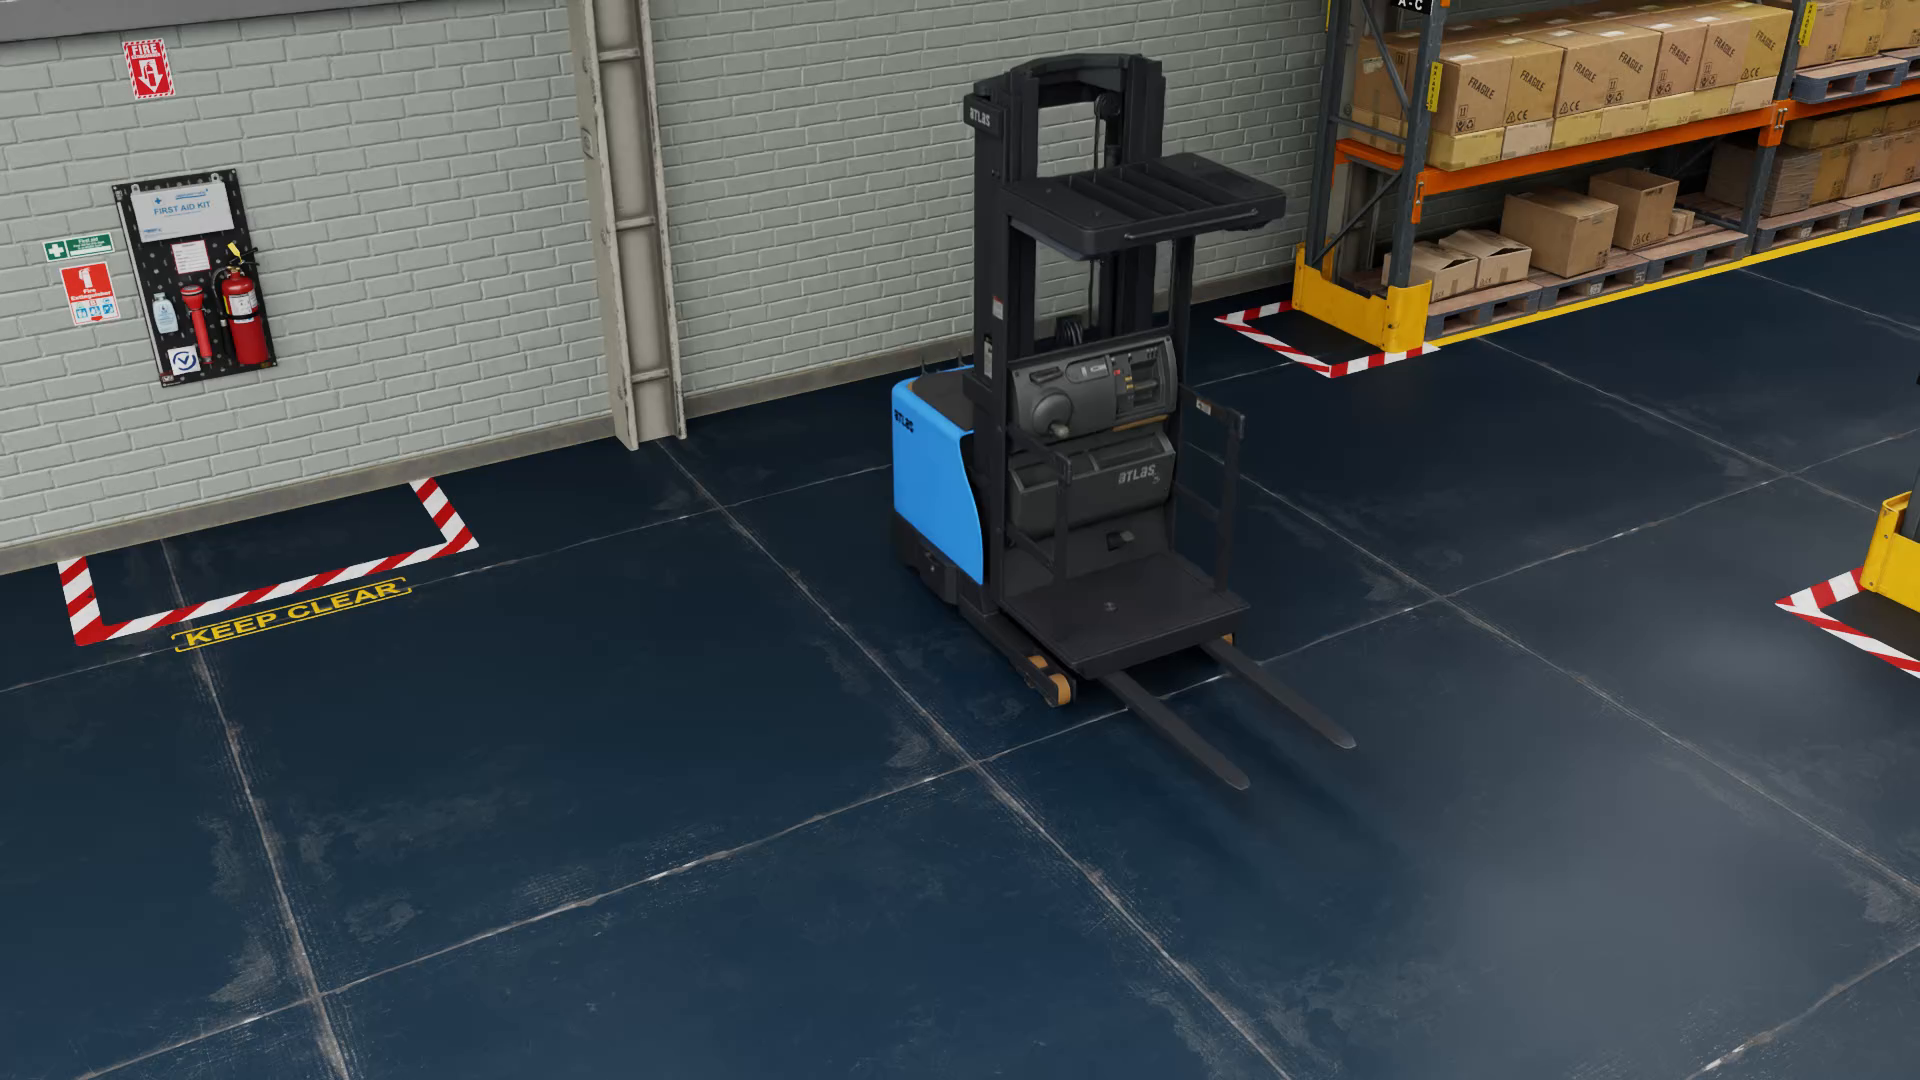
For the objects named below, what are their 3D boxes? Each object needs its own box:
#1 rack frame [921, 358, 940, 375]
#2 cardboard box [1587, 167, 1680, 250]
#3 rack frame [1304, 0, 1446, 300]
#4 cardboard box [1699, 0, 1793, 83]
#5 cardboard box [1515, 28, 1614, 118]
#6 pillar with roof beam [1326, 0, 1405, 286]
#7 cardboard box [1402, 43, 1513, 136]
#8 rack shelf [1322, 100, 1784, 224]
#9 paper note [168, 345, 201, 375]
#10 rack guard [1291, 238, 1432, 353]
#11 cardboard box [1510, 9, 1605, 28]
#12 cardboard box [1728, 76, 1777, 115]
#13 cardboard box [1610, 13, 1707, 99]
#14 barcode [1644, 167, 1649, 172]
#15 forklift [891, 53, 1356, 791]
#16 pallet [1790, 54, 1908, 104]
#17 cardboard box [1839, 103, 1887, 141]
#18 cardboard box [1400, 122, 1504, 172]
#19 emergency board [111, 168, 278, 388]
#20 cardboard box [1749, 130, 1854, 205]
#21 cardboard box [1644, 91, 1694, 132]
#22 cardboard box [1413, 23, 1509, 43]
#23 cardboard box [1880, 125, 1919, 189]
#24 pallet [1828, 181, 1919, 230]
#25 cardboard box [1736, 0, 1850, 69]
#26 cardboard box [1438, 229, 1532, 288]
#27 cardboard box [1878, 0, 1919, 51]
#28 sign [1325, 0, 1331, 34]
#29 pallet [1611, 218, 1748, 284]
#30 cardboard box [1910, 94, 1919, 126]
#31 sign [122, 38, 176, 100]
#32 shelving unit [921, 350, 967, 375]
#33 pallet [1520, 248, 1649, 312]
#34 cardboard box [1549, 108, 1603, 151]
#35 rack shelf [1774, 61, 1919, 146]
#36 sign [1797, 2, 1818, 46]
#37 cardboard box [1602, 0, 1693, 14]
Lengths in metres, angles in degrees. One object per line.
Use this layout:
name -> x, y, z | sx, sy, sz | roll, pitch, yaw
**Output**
rack frame -> -0.167, -0.535, 9.632 | 0.008, 1.050, 0.200 | -15, 32, -26
cardboard box -> 5.535, -2.748, 13.757 | 0.500, 0.500, 0.500 | -19, 34, -30
rack frame -> 2.961, -2.942, 11.976 | 0.127, 3.000, 1.000 | -16, 33, -26
cardboard box -> 6.159, -3.948, 13.157 | 0.500, 0.500, 0.500 | -16, 33, -26
cardboard box -> 4.405, -3.446, 12.247 | 0.500, 0.500, 0.500 | -17, 33, -28
pillar with roof beam -> 5.308, -4.307, 8.240 | 0.400, 9.000, 9.100 | -16, 33, -26
cardboard box -> 3.525, -3.205, 11.811 | 0.500, 0.500, 0.500 | -16, 33, -26
rack shelf -> 4.686, -3.116, 13.037 | 4.000, 0.370, 1.077 | -16, 33, -26
paper note -> -4.384, -1.015, 9.397 | 0.142, 0.148, 0.016 | -16, 33, -26
rack guard -> 3.027, -1.866, 12.614 | 0.348, 0.500, 1.175 | -16, 33, -26
cardboard box -> 4.577, -3.788, 12.868 | 0.500, 0.500, 0.500 | -15, 32, -26
cardboard box -> 6.155, -3.622, 13.343 | 0.500, 0.250, 0.500 | -16, 33, -26
cardboard box -> 5.292, -3.704, 12.716 | 0.500, 0.500, 0.500 | -17, 33, -28
barcode -> 5.823, -3.127, 14.112 | 0.075, 0.075, 0.001 | -16, 33, -26
forklift -> 0.775, -0.706, 7.996 | 1.130, 2.935, 3.031 | -15, 32, -26
pallet -> 7.143, -3.963, 14.026 | 1.213, 0.211, 1.003 | -16, 33, -26
cardboard box -> 7.861, -3.773, 14.837 | 0.500, 0.250, 0.500 | -17, 33, -28
cardboard box -> 3.543, -2.872, 11.984 | 0.500, 0.250, 0.500 | -17, 33, -28
emergency board -> -4.196, -1.416, 9.211 | 0.643, 1.169, 0.194 | -16, 33, -26
cardboard box -> 7.456, -3.354, 14.854 | 0.500, 0.500, 0.700 | -17, 33, -27
cardboard box -> 5.296, -3.374, 12.893 | 0.500, 0.250, 0.500 | -16, 33, -27
cardboard box -> 3.699, -3.536, 12.412 | 0.500, 0.500, 0.500 | -15, 32, -26
cardboard box -> 8.347, -3.589, 15.281 | 0.500, 0.500, 0.700 | -16, 33, -27
pallet -> 8.134, -3.192, 15.315 | 1.213, 0.211, 1.003 | -16, 33, -26
cardboard box -> 6.866, -4.268, 13.820 | 0.500, 0.500, 0.700 | -16, 33, -26
cardboard box -> 4.095, -2.229, 13.011 | 0.500, 0.311, 0.500 | -13, 31, -22
cardboard box -> 7.903, -4.576, 14.378 | 0.500, 0.500, 0.700 | -11, 31, -20
sign -> 2.697, -3.823, 12.048 | 0.005, 0.325, 0.100 | -16, 33, -26
pallet -> 5.849, -2.521, 14.099 | 1.213, 0.211, 1.003 | -16, 33, -26
cardboard box -> 8.741, -4.015, 15.277 | 0.500, 0.250, 0.500 | -15, 32, -25
sign -> -4.254, -2.470, 8.722 | 0.199, 0.298, 0.001 | -16, 33, -26
shelving unit -> -0.061, -0.564, 9.685 | 0.252, 1.050, 0.215 | -15, 32, -26
pallet -> 4.796, -2.220, 13.555 | 1.213, 0.211, 1.003 | -16, 33, -26
cardboard box -> 4.426, -3.127, 12.447 | 0.500, 0.250, 0.500 | -16, 33, -27
rack shelf -> 8.134, -4.096, 14.811 | 4.000, 0.370, 1.077 | -16, 33, -26
sign -> 6.692, -4.076, 13.135 | 0.005, 0.325, 0.100 | -16, 33, -26
cardboard box -> 5.451, -4.039, 13.323 | 0.500, 0.500, 0.500 | -16, 33, -27
